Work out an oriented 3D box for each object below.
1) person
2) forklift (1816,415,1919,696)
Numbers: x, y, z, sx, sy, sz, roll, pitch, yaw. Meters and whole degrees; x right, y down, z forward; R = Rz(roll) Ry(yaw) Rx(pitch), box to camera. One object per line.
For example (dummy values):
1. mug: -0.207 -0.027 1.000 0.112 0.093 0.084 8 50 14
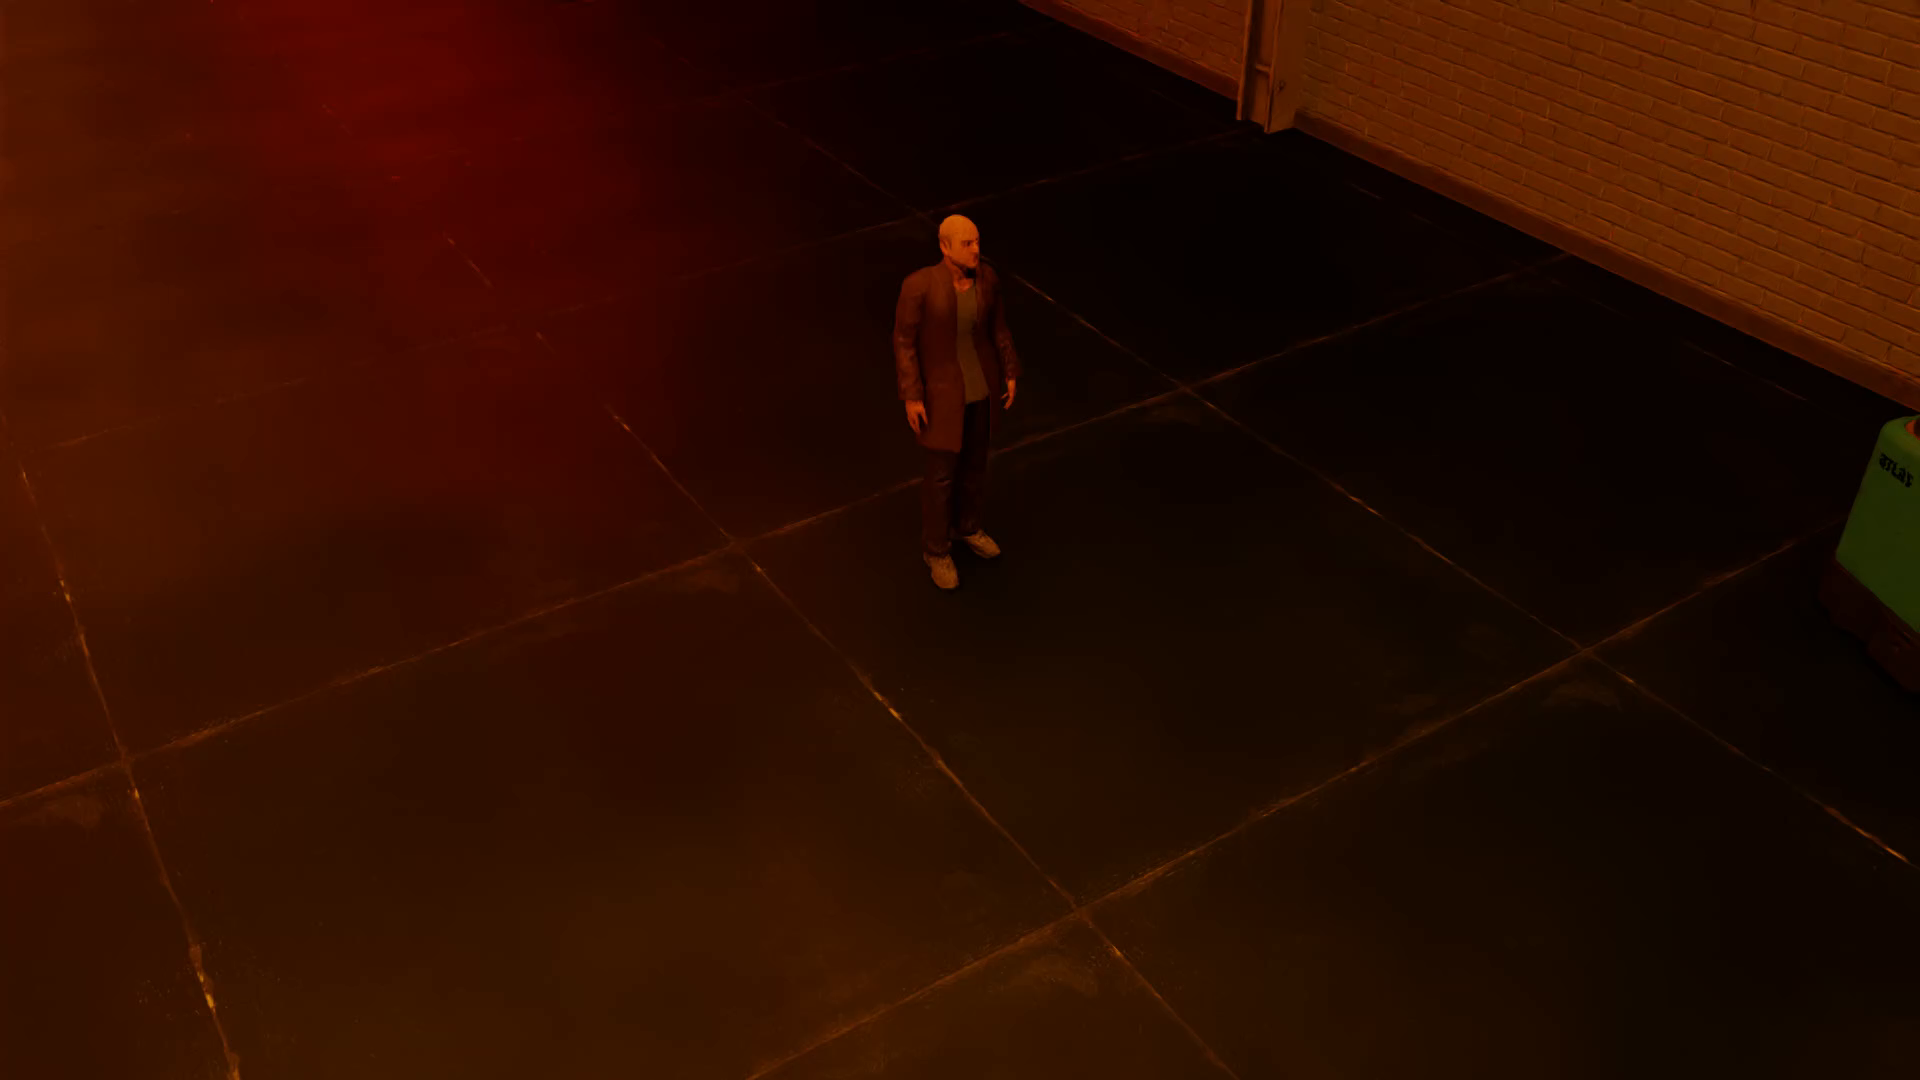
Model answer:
1. person: 0.046 -0.688 8.117 0.694 1.776 0.580 -21 40 -27
2. forklift: 5.039 -0.113 6.309 1.130 2.935 3.031 -8 36 -11
